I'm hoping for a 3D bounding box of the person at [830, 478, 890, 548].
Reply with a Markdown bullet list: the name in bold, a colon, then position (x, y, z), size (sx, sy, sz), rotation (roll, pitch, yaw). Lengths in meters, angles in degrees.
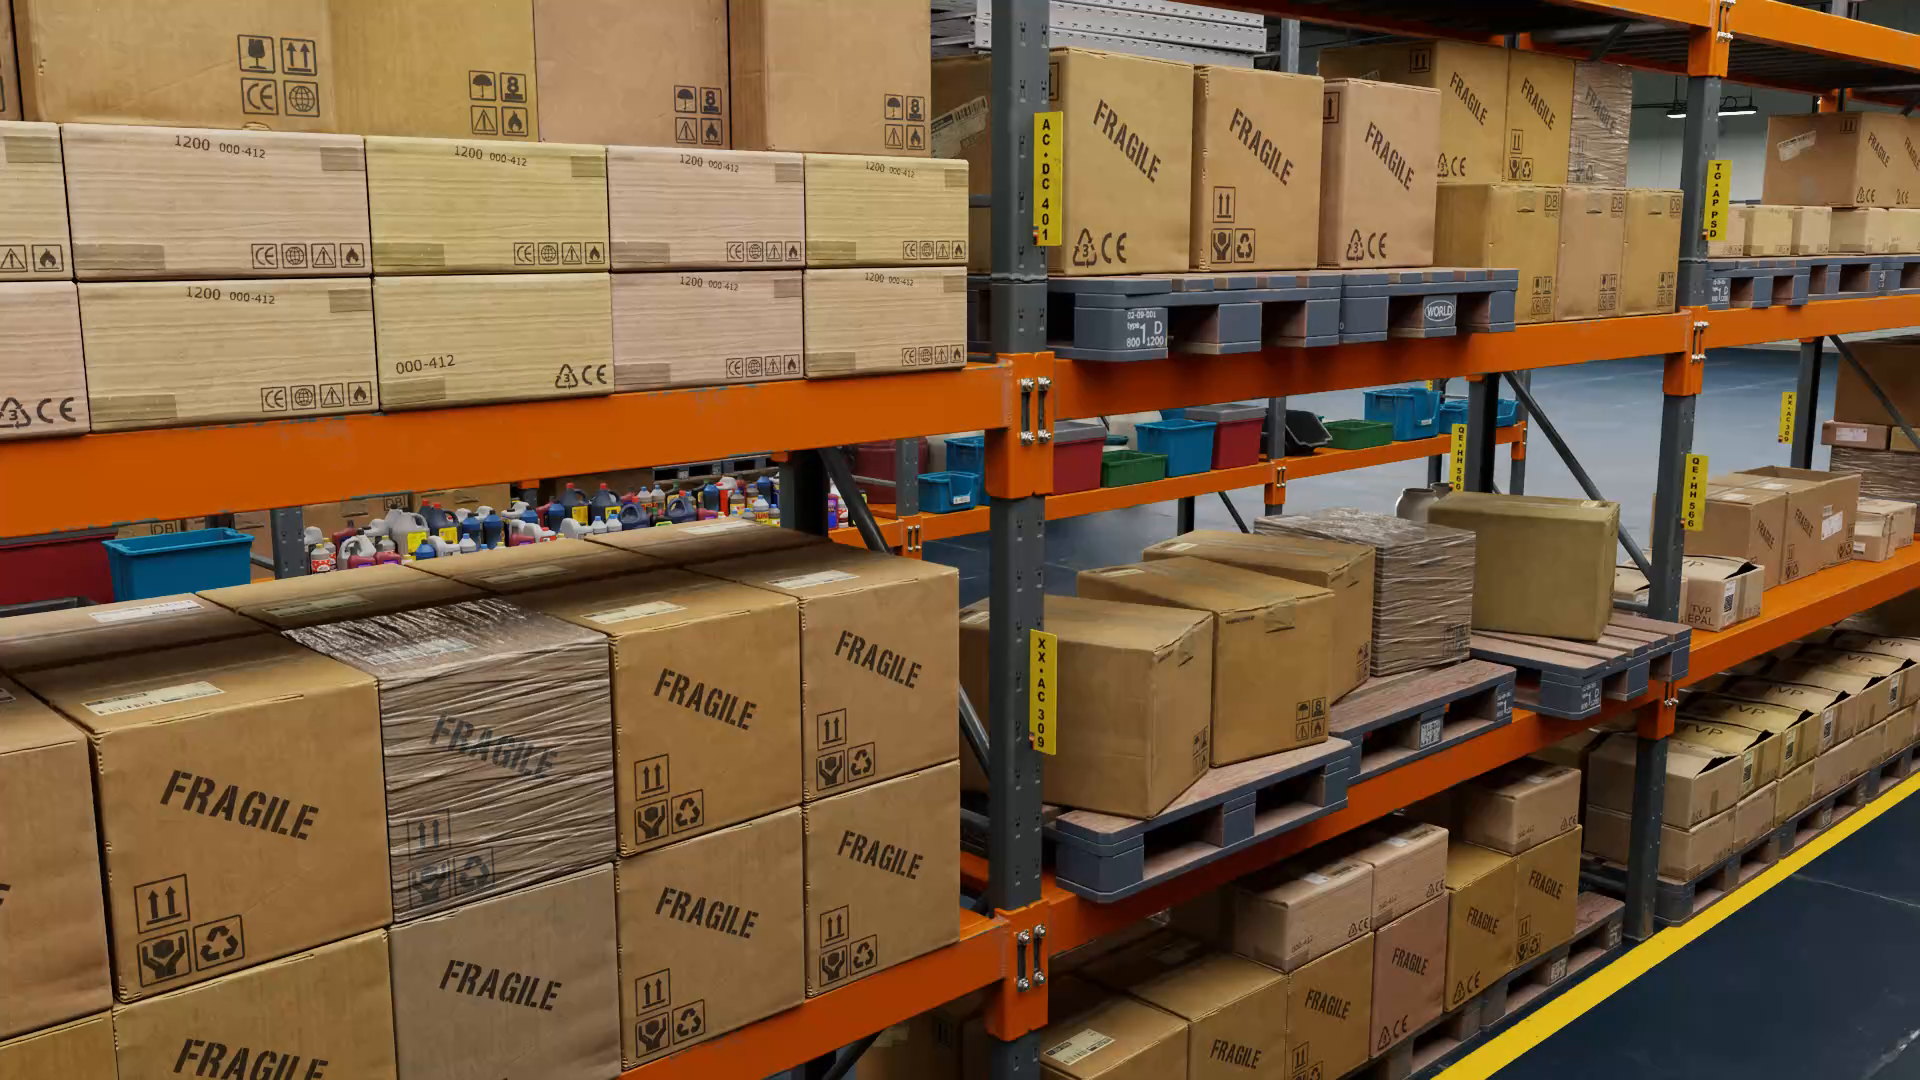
- **person**: position (-0.869, -0.016, 14.130), size (0.988, 1.158, 0.485), rotation (10, 14, 43)
